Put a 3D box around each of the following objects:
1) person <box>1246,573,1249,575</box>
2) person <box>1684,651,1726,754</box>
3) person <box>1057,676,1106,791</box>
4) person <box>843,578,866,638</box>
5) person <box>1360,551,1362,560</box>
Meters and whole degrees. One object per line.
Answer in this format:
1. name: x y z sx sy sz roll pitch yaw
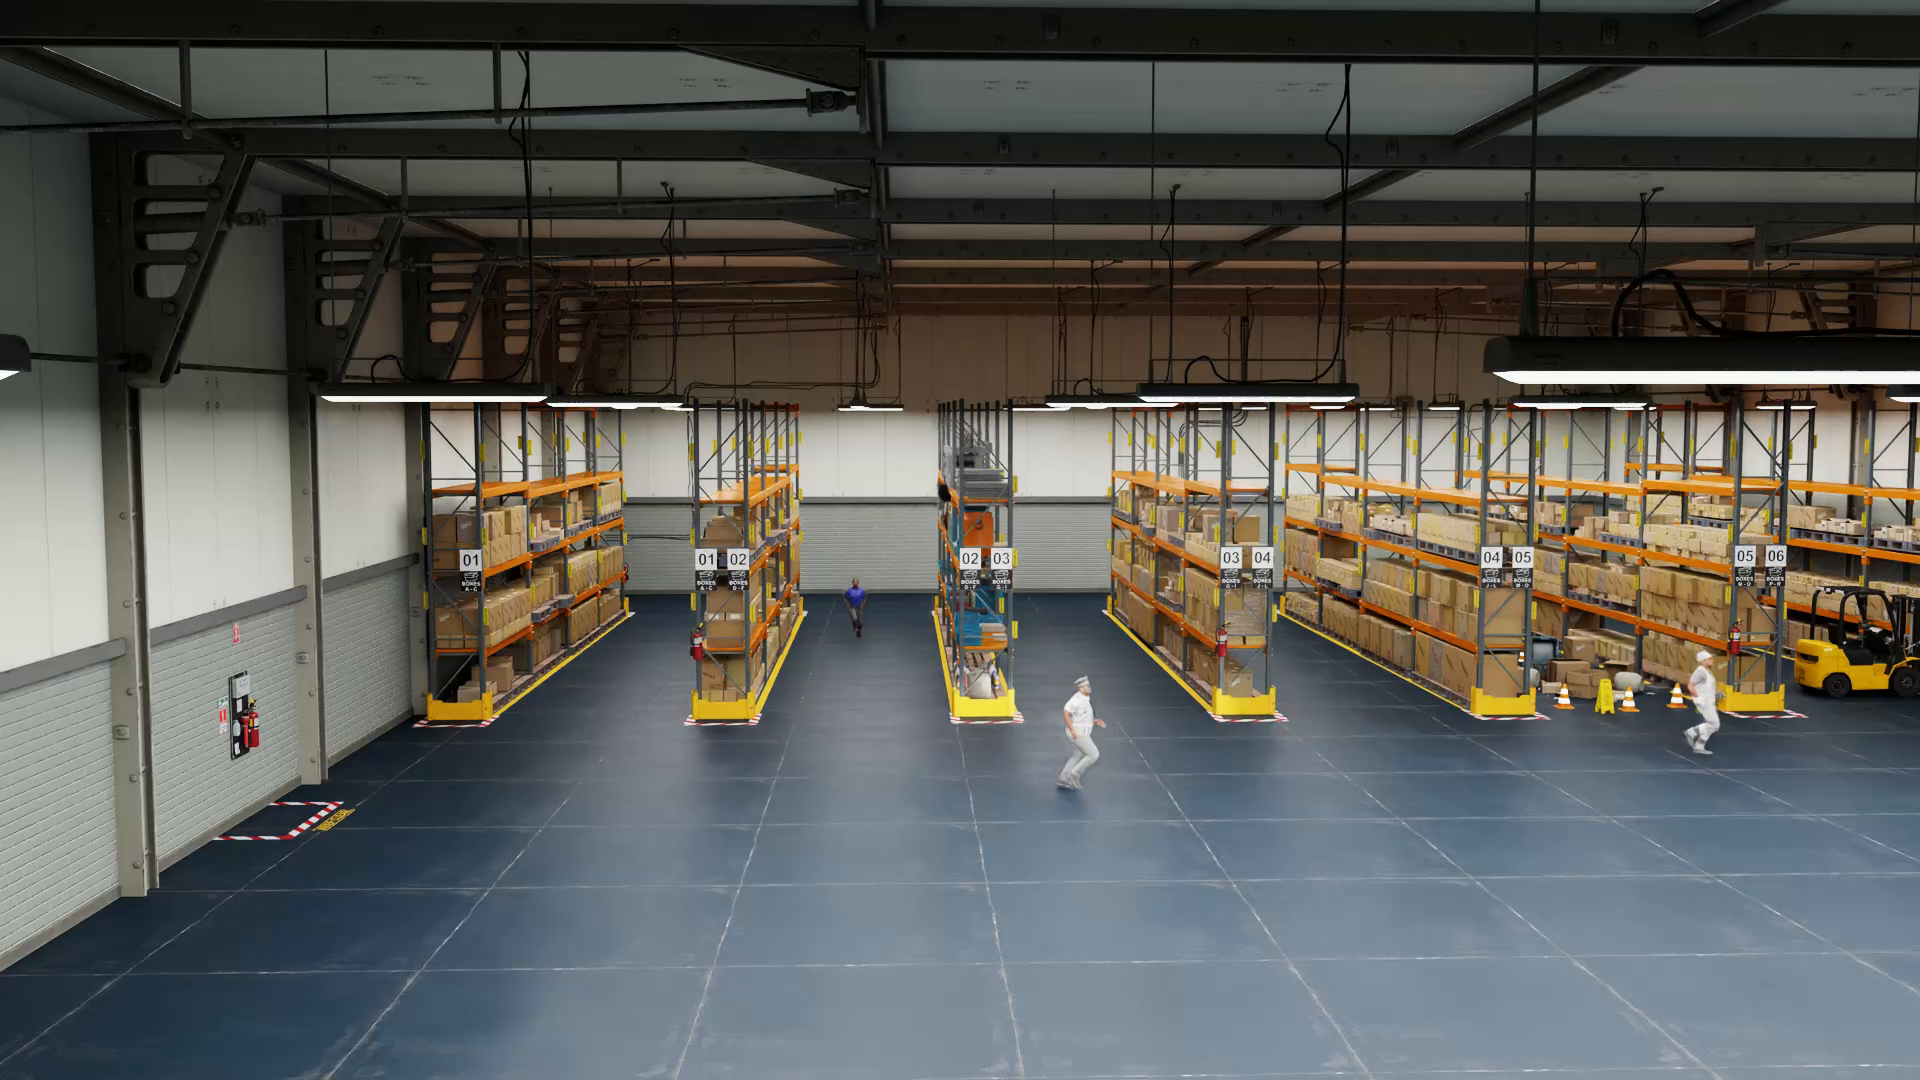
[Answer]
1. person: 8.075 1.291 48.089 0.658 1.574 0.728 3 5 33
2. person: 12.528 2.736 27.915 0.565 1.738 0.660 3 5 37
3. person: 1.848 2.935 25.315 0.732 1.745 0.591 1 4 10
4. person: -2.619 1.726 41.649 0.575 1.522 0.724 -1 4 -10
5. person: 11.741 1.137 49.212 0.618 1.683 0.662 0 4 6
